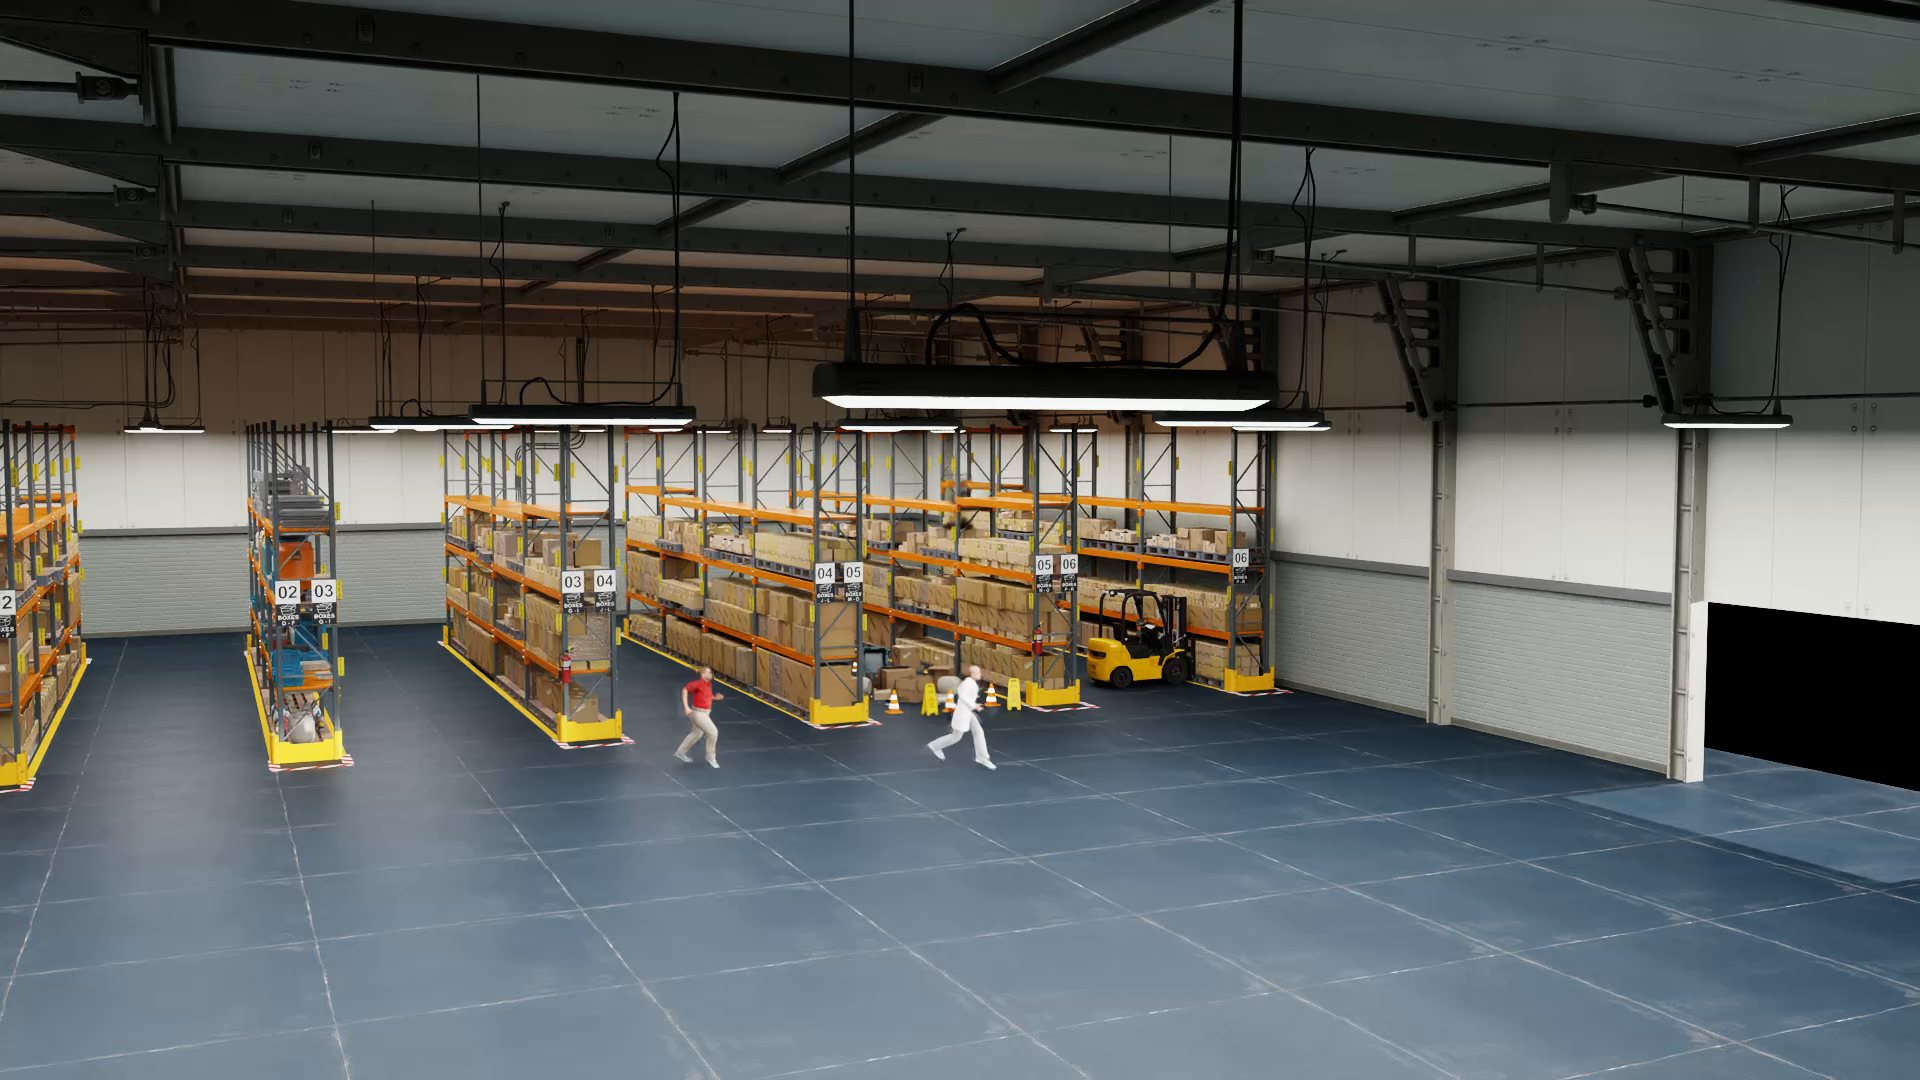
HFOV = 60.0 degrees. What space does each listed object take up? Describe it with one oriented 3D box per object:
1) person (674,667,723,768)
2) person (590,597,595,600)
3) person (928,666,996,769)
[{"bbox_3d":[-4.525,3.081,28.797,0.866,1.781,0.687,0,4,8],"label":"person"},{"bbox_3d":[-10.367,1.931,47.836,0.704,1.610,0.675,1,4,17],"label":"person"},{"bbox_3d":[0.036,3.055,28.730,1.189,1.778,0.712,1,4,15],"label":"person"}]
